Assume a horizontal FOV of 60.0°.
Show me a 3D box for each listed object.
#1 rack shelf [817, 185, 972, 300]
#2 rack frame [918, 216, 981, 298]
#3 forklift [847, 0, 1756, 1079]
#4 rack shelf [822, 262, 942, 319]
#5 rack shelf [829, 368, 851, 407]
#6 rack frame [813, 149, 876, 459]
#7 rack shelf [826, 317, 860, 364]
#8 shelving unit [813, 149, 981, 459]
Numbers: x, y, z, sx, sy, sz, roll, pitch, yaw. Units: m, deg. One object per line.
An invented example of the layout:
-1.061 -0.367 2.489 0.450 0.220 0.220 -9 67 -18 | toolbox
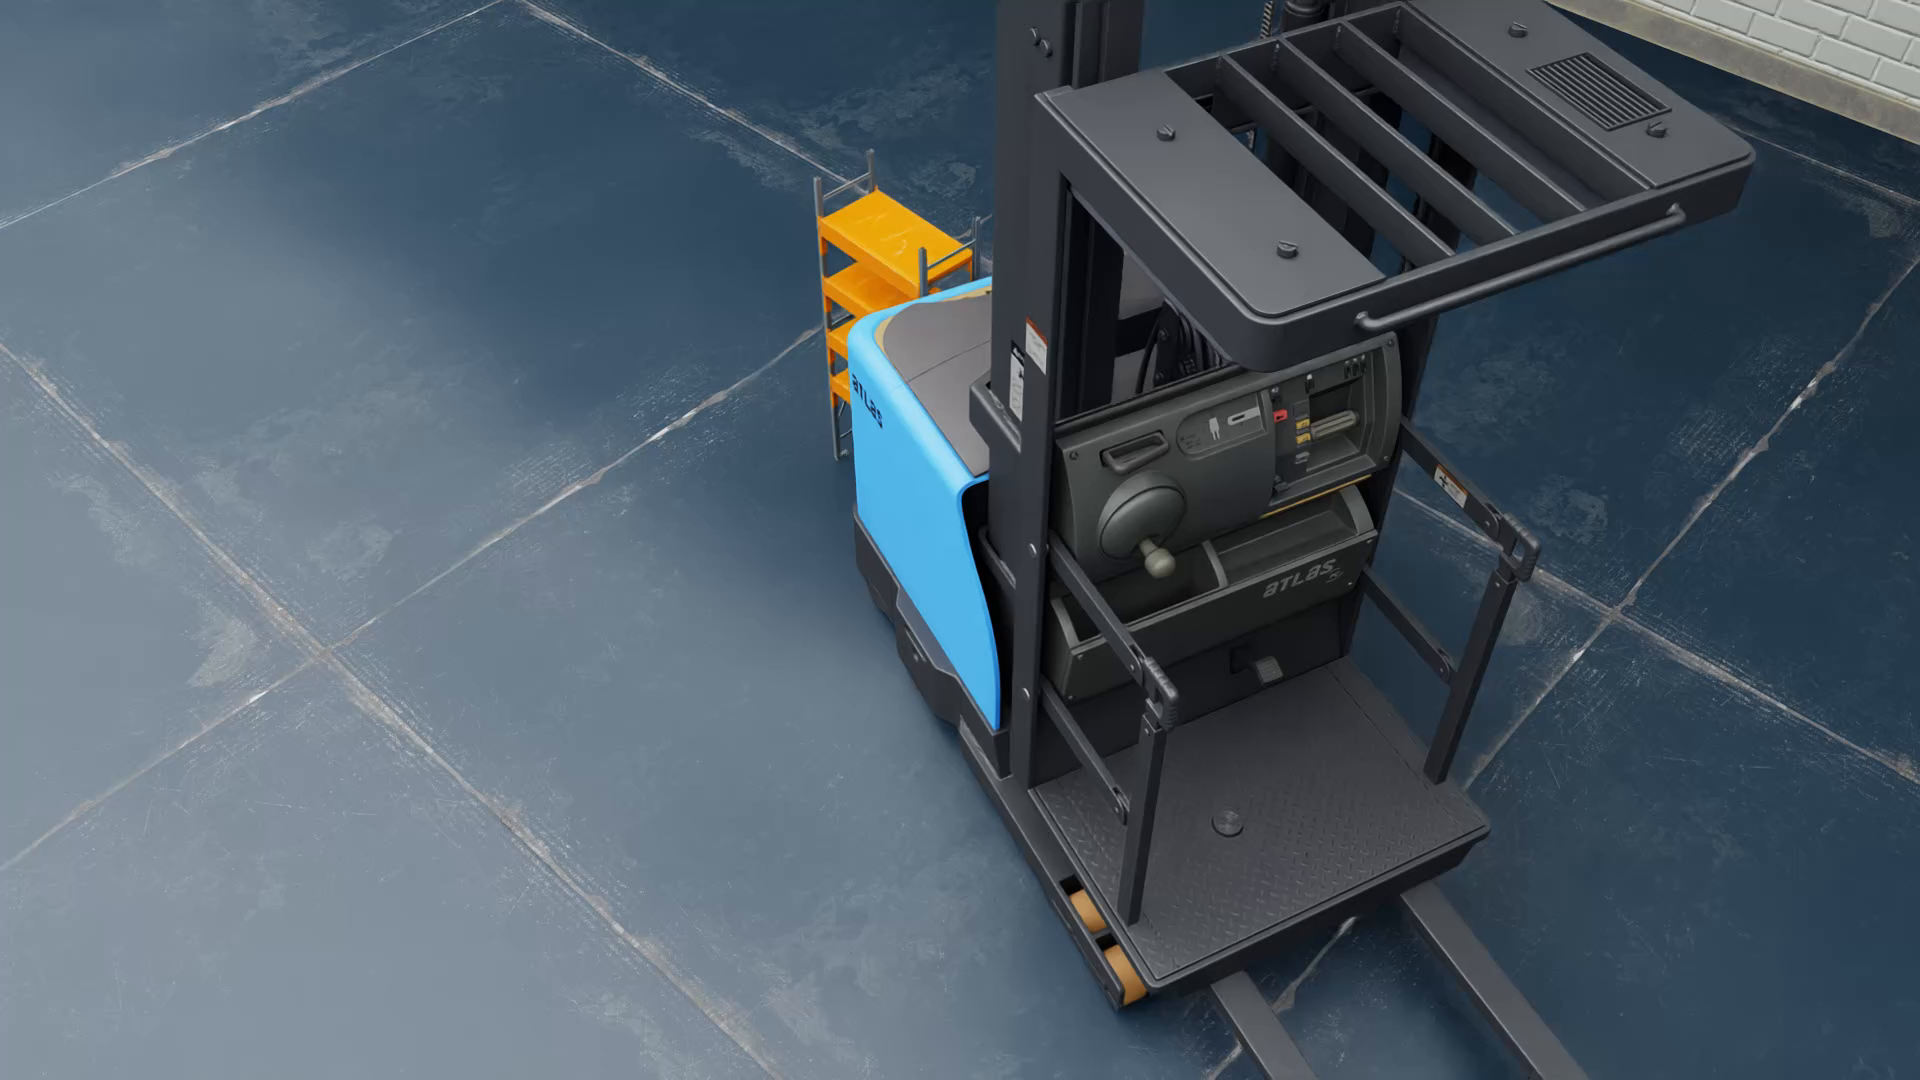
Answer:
-0.196 -0.904 5.237 0.258 0.148 0.480 -34 55 -28 | rack shelf
-0.030 -0.505 5.401 0.240 1.200 0.015 -34 55 -28 | rack frame
0.760 -0.110 3.843 1.130 2.935 3.031 -20 50 -18 | forklift
-0.196 -0.742 5.410 0.258 0.148 0.480 -34 55 -28 | rack shelf
-0.196 -0.453 5.717 0.258 0.148 0.480 -34 55 -28 | rack shelf
-0.362 -0.766 5.646 0.240 1.200 0.015 -34 55 -28 | rack frame
-0.196 -0.589 5.573 0.258 0.148 0.480 -34 55 -28 | rack shelf
-0.196 -0.635 5.524 0.258 1.200 0.503 -34 55 -28 | shelving unit
